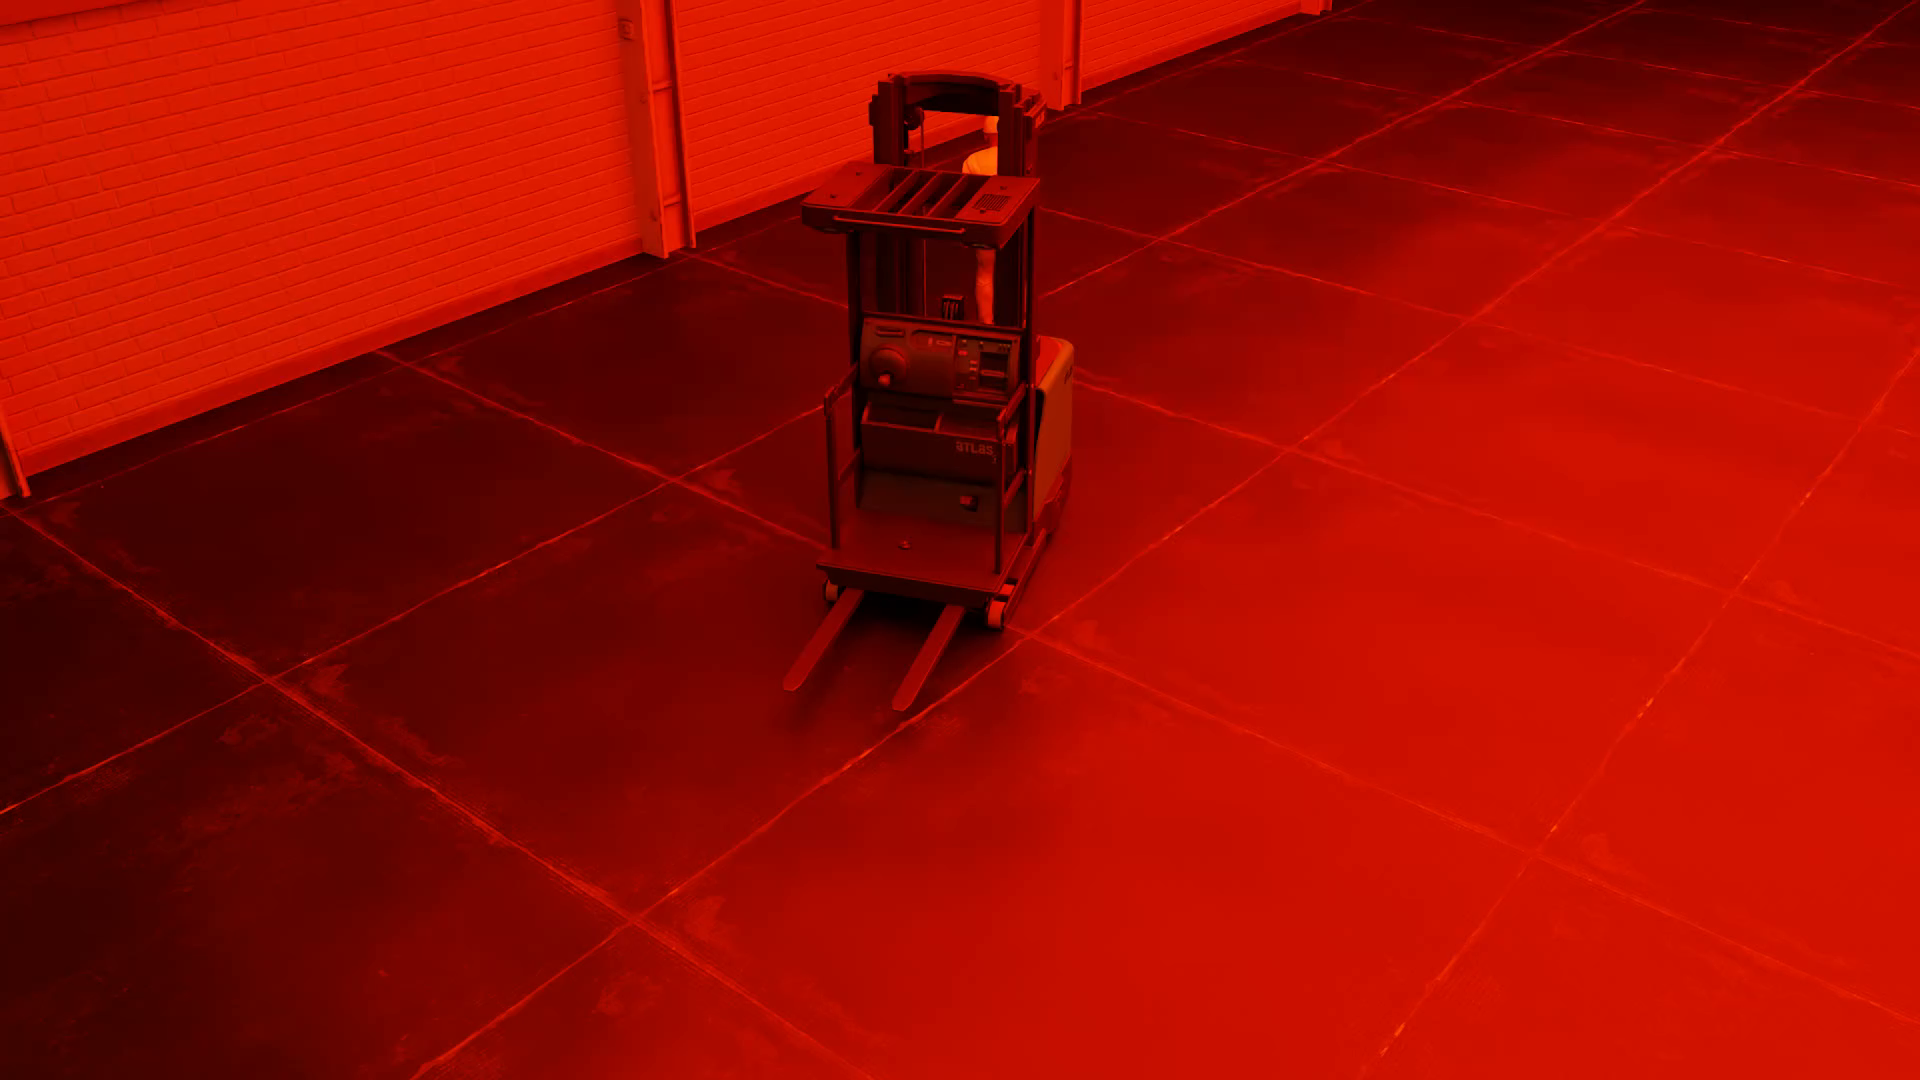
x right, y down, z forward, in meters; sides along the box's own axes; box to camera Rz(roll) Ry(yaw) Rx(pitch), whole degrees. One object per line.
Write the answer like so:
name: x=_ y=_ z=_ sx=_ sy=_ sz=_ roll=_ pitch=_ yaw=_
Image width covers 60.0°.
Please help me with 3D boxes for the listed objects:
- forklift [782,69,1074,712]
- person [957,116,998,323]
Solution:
forklift: x=-0.176 y=-0.972 z=9.258 sx=1.130 sy=2.935 sz=3.031 roll=9 pitch=31 yaw=14
person: x=0.298 y=-2.432 z=12.923 sx=0.634 sy=1.759 sz=0.460 roll=2 pitch=30 yaw=3
